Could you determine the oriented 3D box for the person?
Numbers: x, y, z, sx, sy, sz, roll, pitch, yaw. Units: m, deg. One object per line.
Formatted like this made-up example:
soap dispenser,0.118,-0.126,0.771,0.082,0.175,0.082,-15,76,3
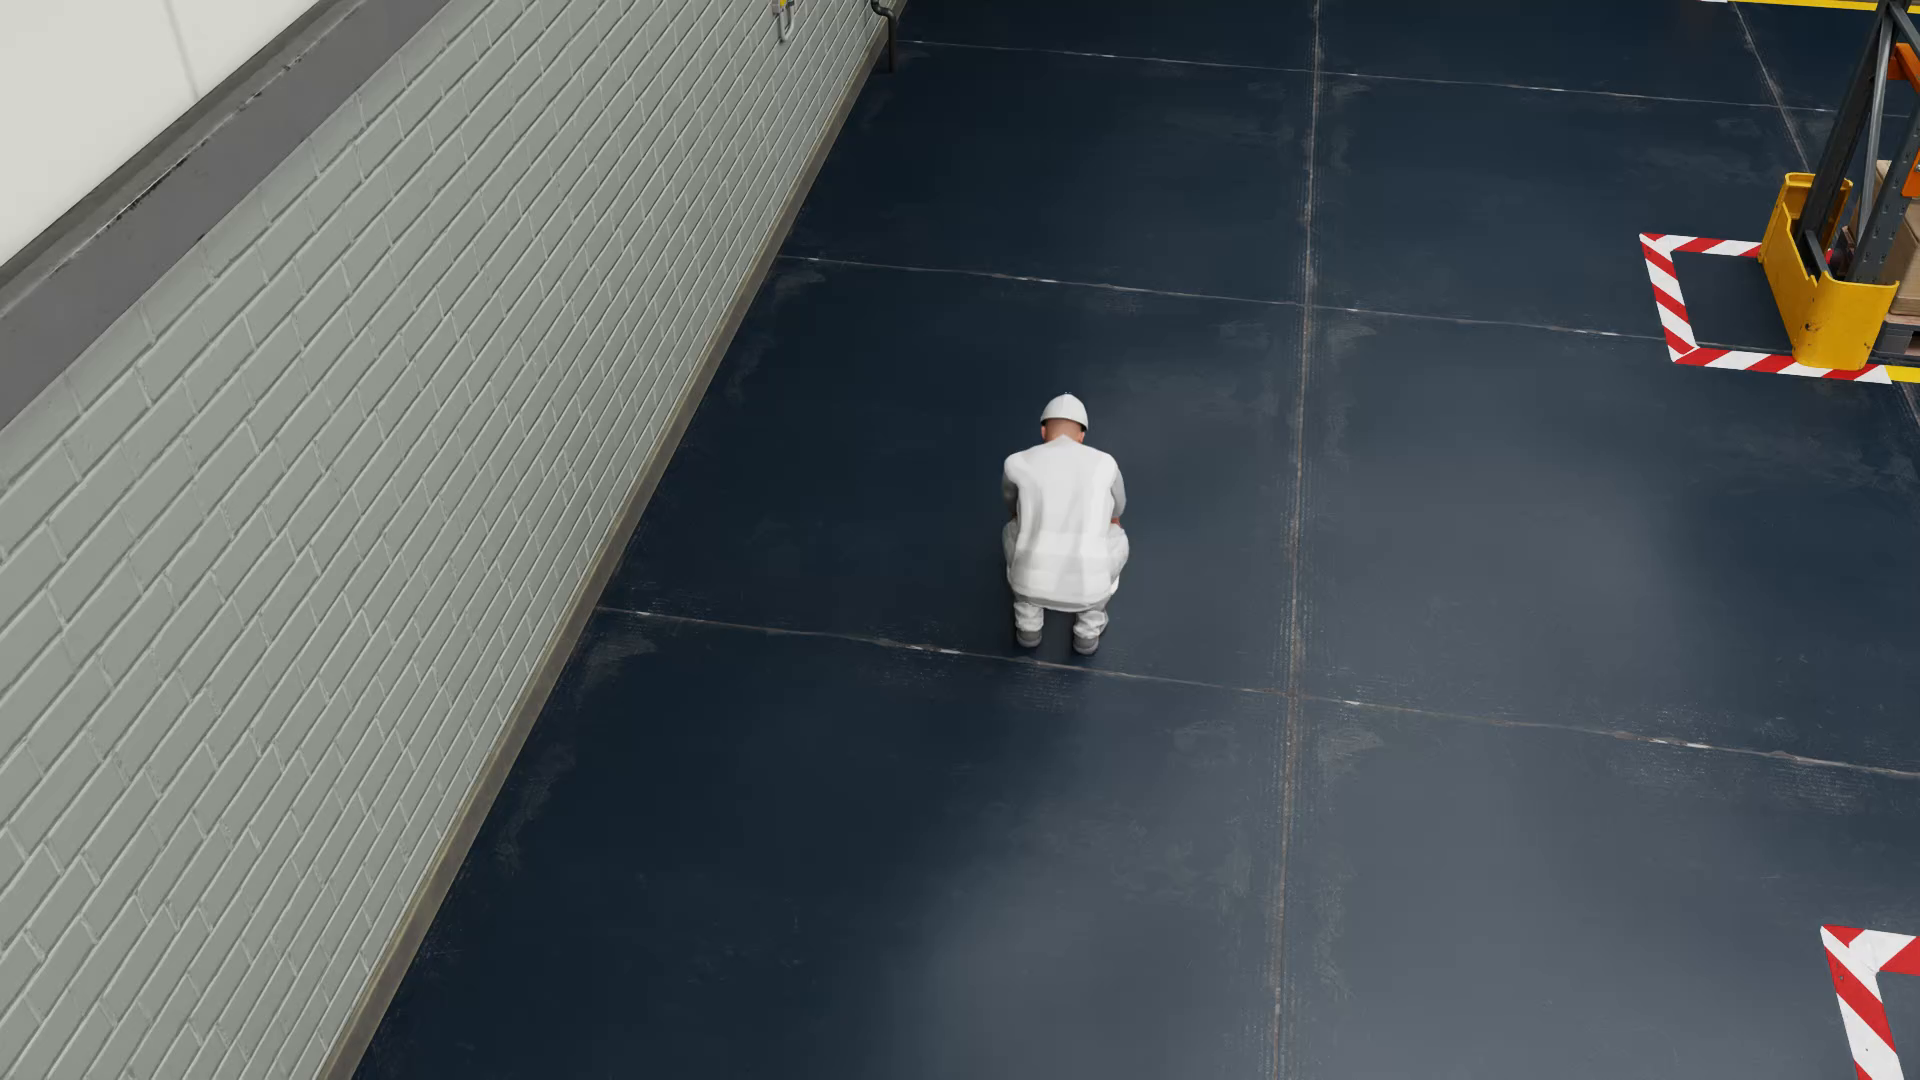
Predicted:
person,0.427,-0.034,6.920,0.564,0.877,0.891,7,41,8
